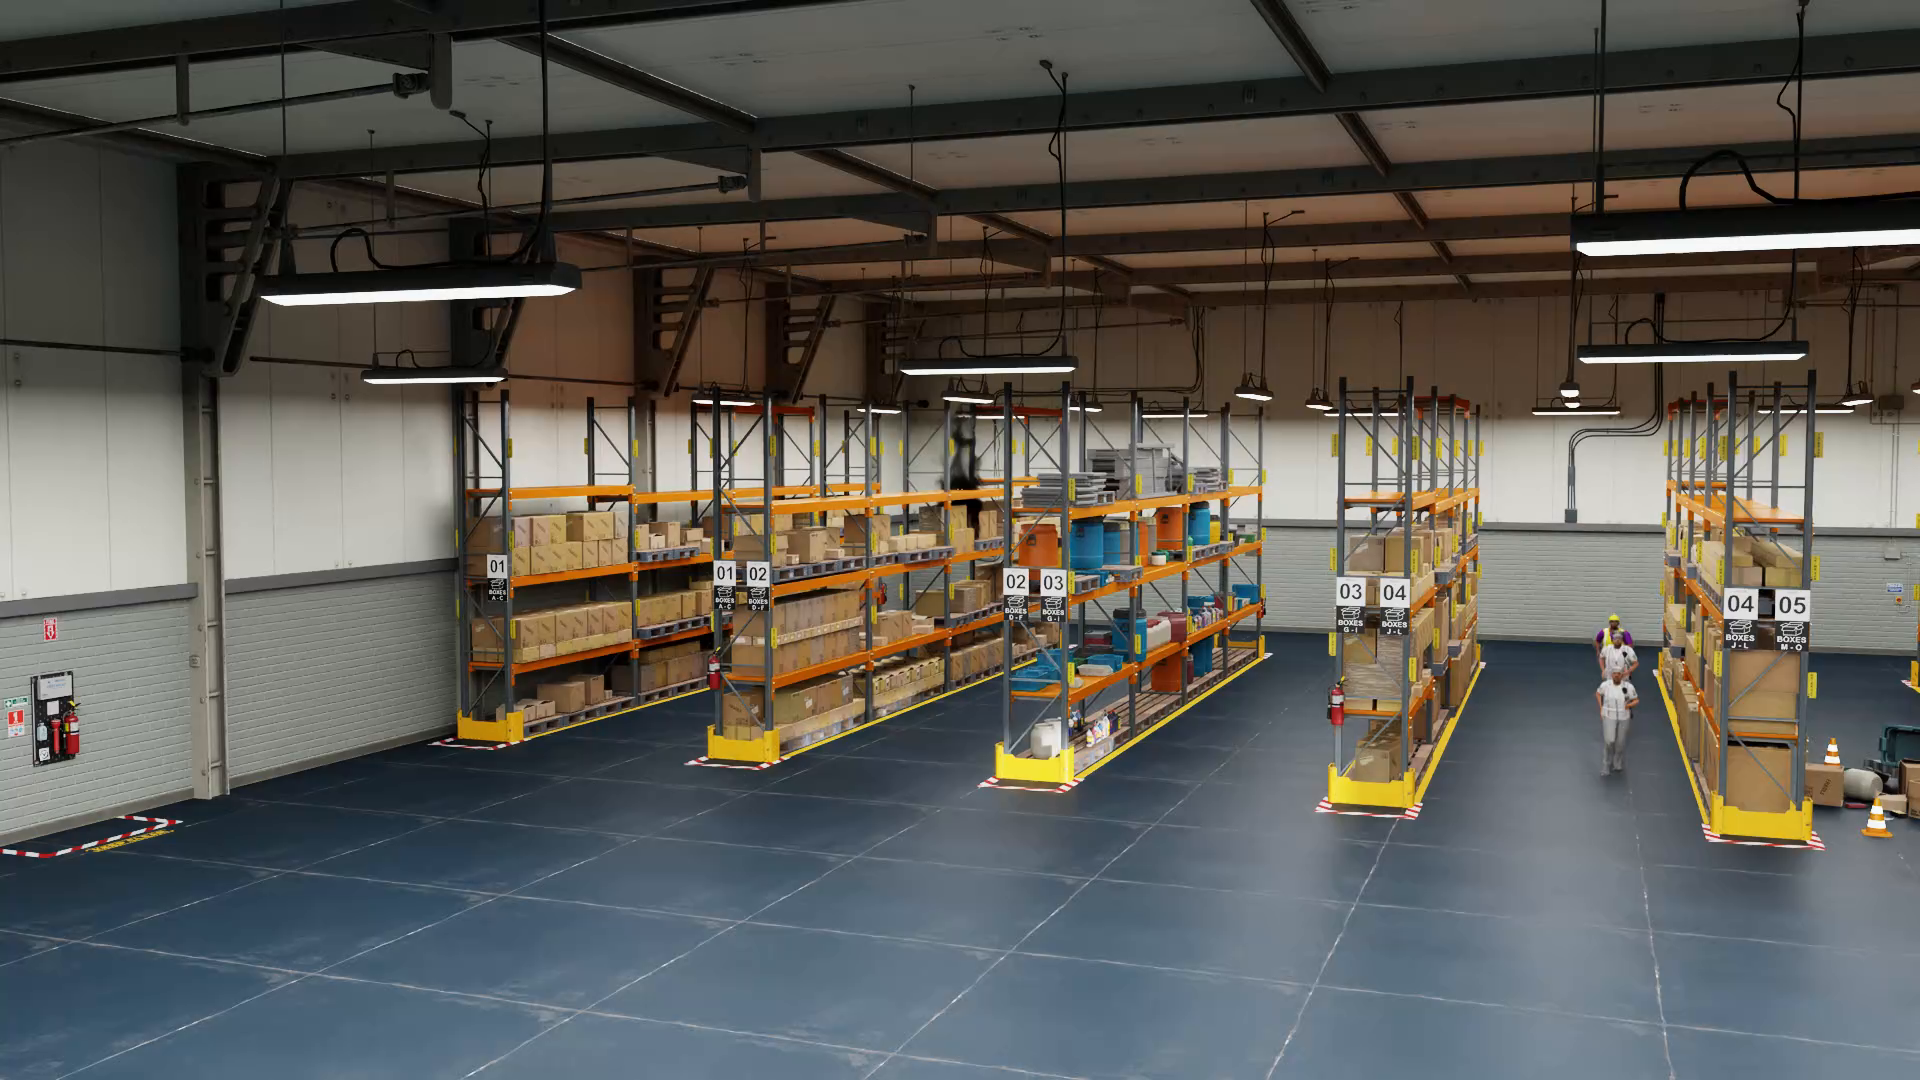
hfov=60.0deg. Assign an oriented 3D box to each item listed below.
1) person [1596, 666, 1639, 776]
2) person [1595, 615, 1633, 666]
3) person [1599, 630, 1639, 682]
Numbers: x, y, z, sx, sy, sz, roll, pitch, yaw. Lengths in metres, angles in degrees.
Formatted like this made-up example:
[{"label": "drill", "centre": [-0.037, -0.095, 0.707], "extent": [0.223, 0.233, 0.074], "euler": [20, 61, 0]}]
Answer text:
[{"label": "person", "centre": [10.099, 2.777, 25.545], "extent": [0.597, 1.706, 0.726], "euler": [1, 3, 16]}, {"label": "person", "centre": [12.811, 2.331, 32.588], "extent": [0.705, 1.742, 0.831], "euler": [1, 3, 22]}, {"label": "person", "centre": [11.738, 2.491, 29.663], "extent": [0.671, 1.791, 0.872], "euler": [1, 3, 24]}]
